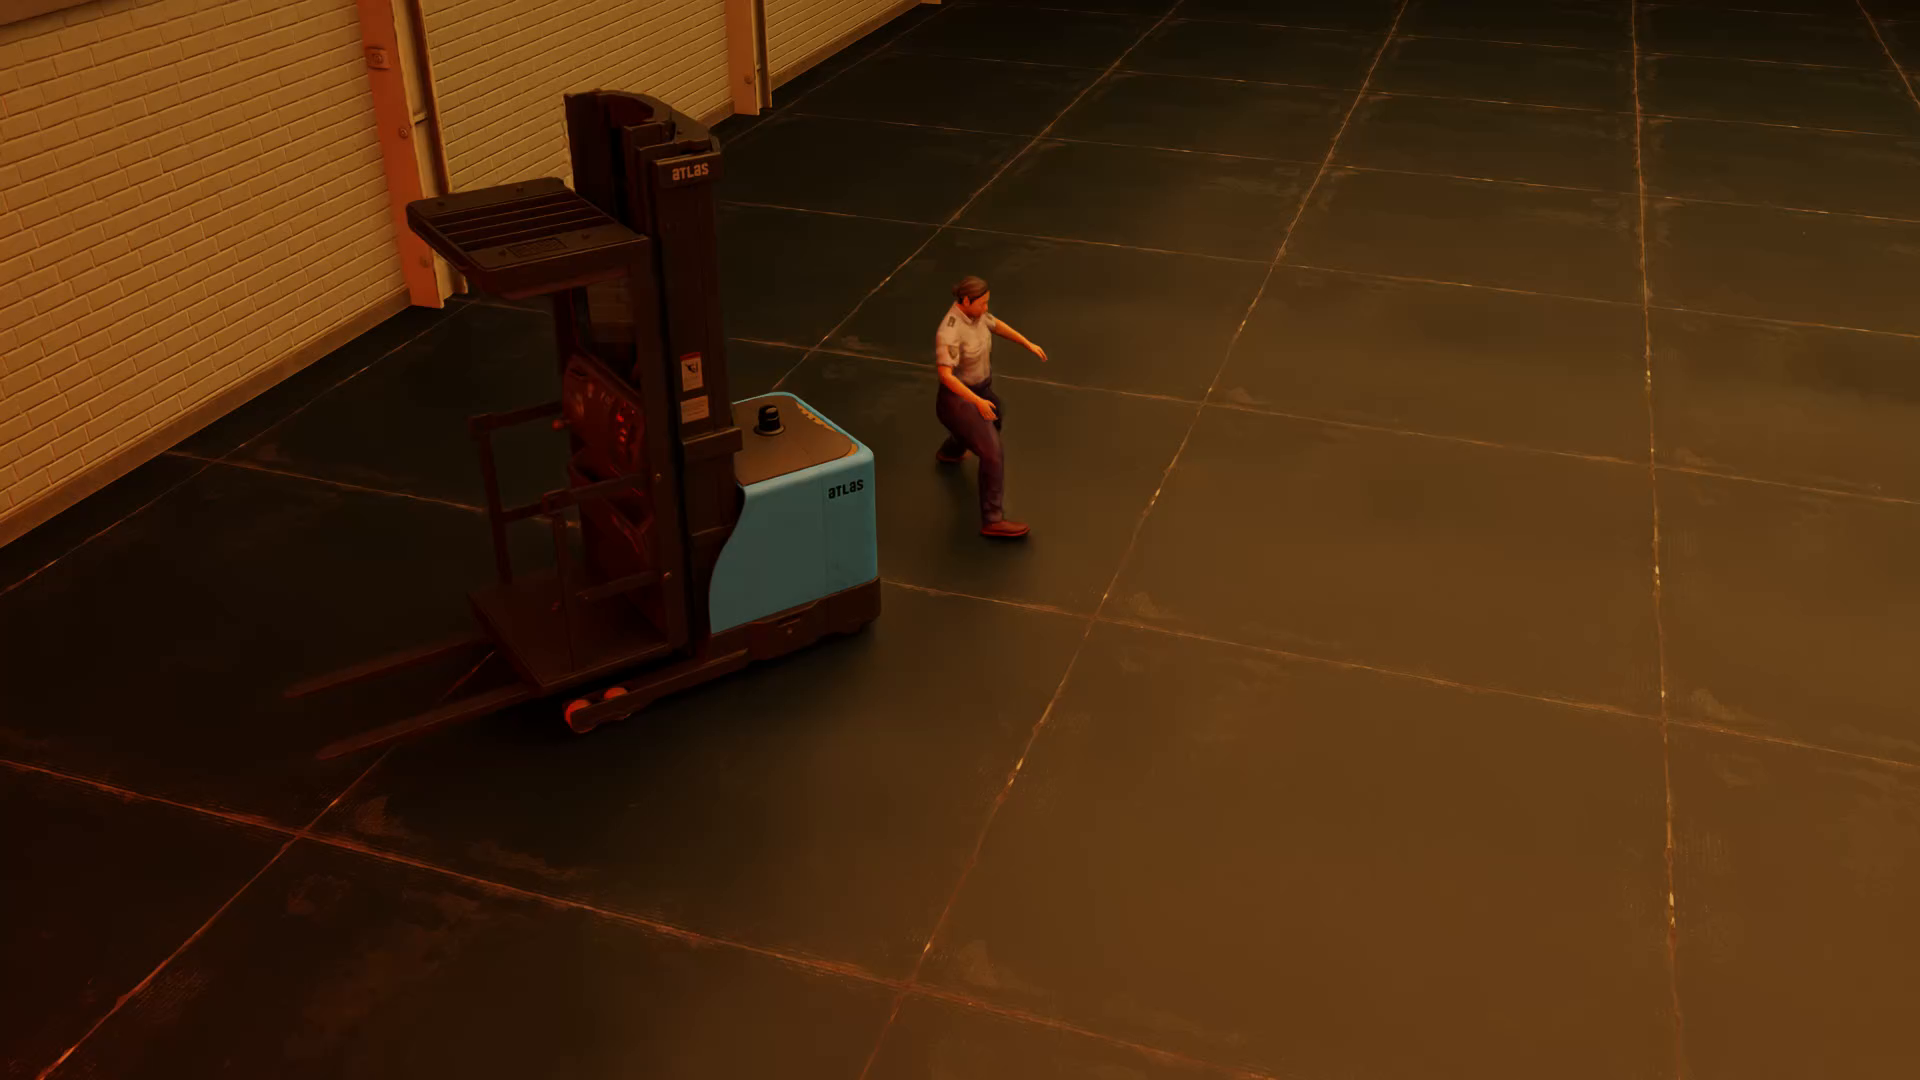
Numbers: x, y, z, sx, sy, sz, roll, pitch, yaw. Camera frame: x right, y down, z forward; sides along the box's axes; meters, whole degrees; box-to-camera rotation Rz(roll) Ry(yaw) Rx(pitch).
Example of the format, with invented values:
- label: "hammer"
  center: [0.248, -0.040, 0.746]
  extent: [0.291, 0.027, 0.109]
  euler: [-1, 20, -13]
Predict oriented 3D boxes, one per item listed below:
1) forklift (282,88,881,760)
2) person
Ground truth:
- label: "forklift"
  center: [-1.947, -0.599, 8.188]
  extent: [3.031, 2.935, 1.130]
  euler: [-18, 34, -29]
- label: "person"
  center: [0.152, -0.908, 10.246]
  extent: [0.930, 1.506, 1.041]
  euler: [12, 32, 20]
